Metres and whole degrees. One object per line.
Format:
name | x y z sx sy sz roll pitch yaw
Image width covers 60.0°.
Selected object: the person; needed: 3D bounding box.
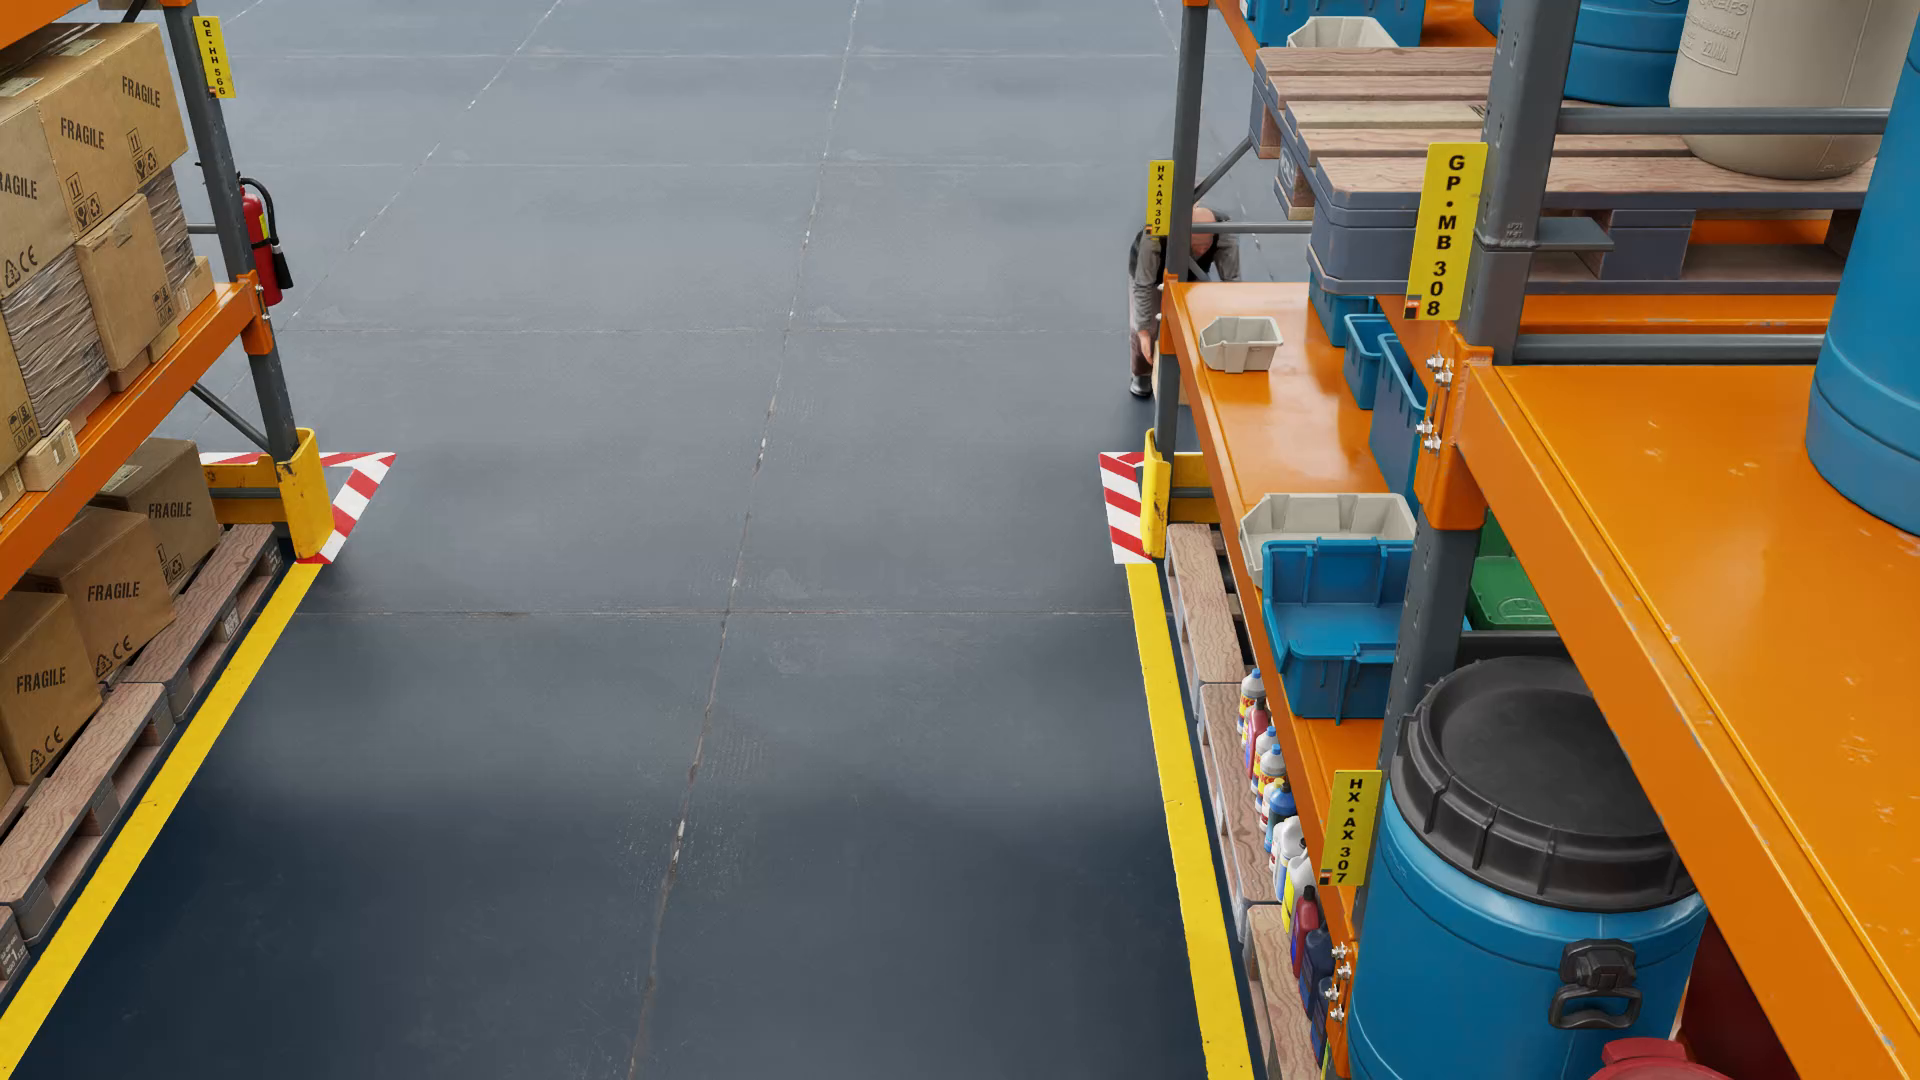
person | 1.177 -1.306 8.830 0.575 1.179 0.806 0 31 0
